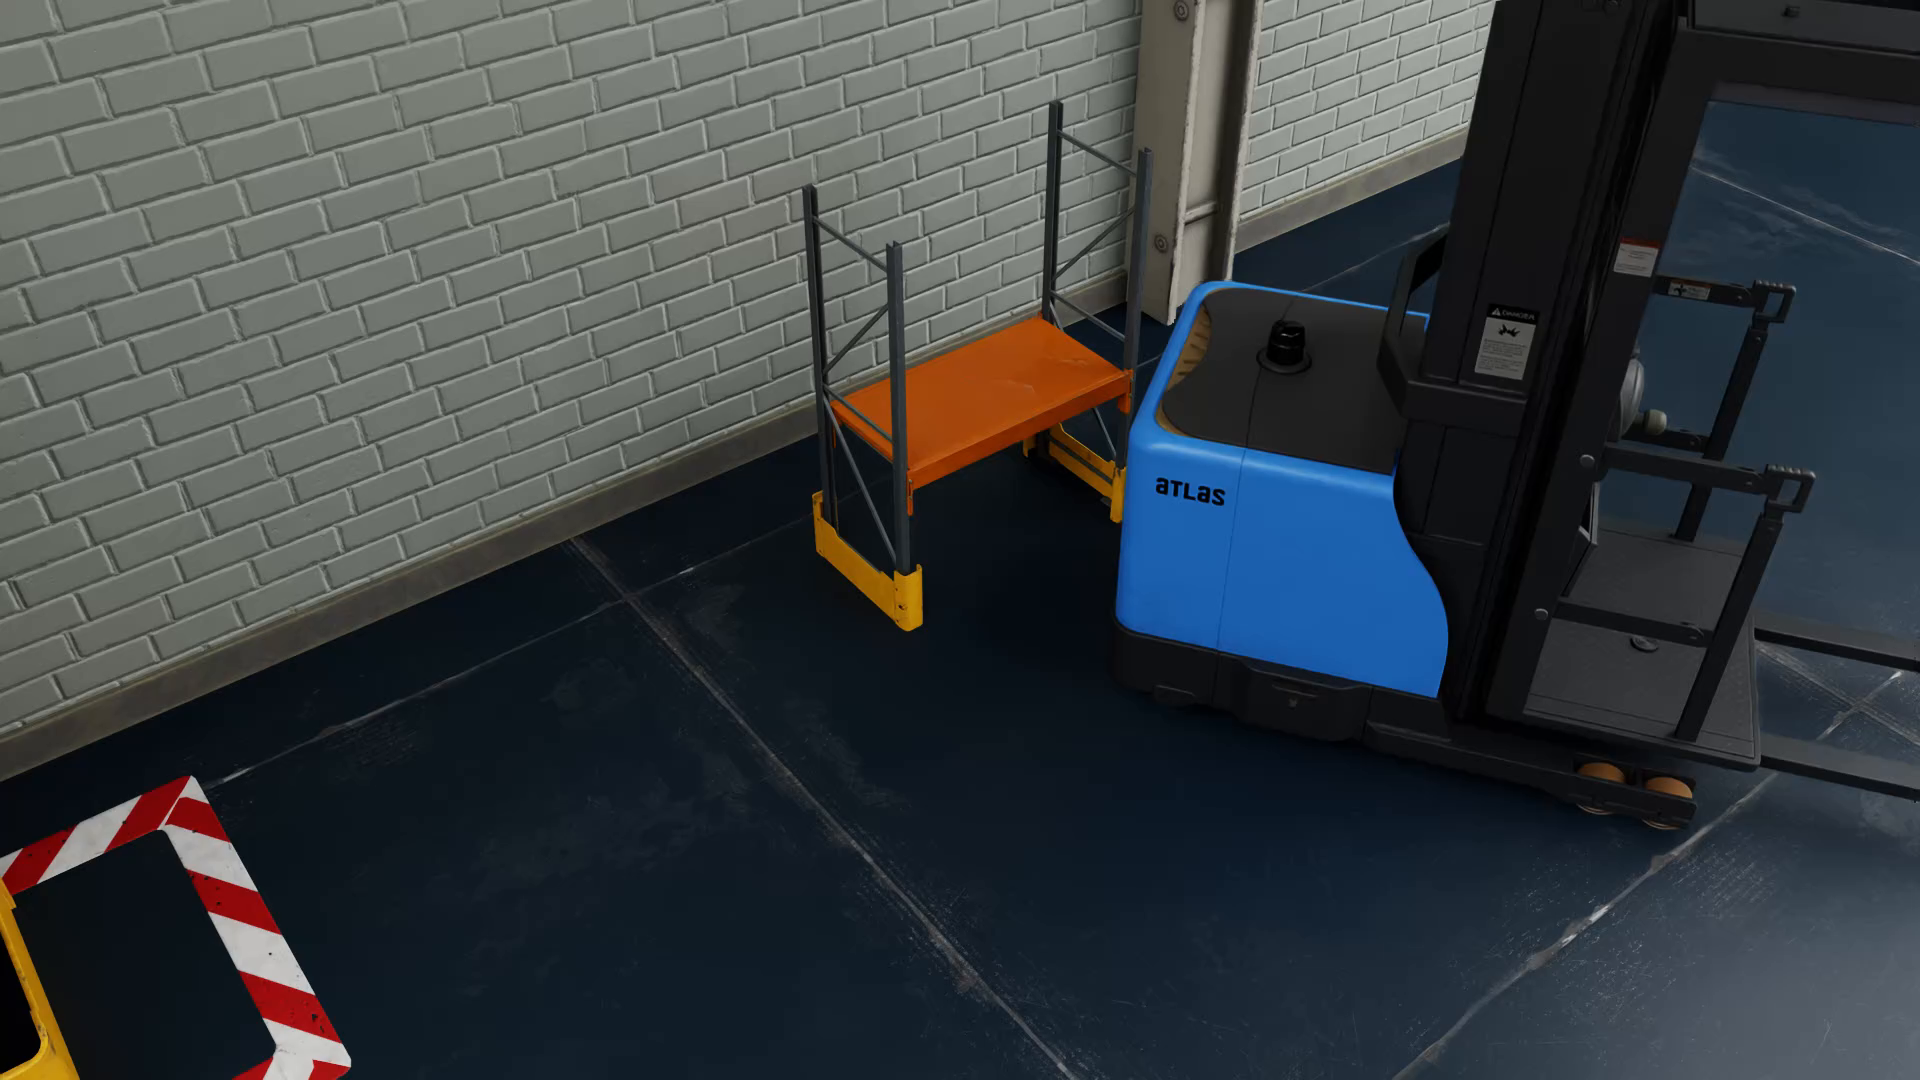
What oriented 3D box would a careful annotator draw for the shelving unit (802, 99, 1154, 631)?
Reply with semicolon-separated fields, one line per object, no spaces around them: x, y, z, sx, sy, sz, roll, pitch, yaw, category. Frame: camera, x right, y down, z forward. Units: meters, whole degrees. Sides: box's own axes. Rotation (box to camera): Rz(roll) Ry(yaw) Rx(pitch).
0.060;-0.609;5.810;1.083;1.500;0.587;-26;46;-28;shelving unit

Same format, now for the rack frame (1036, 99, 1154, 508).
0.471;-0.809;6.054;0.032;1.500;0.500;-26;46;-28;rack frame

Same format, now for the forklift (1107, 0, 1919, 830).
2.070;-0.616;4.690;3.031;2.935;1.130;12;41;14;forklift

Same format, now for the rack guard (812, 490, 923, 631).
-0.334;0.066;5.972;0.087;0.250;0.587;-26;46;-28;rack guard

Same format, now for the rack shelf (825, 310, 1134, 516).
0.068;-0.474;5.929;1.000;0.185;0.538;-26;46;-28;rack shelf

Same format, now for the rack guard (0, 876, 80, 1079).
-2.652;1.193;4.402;0.348;0.500;1.175;-26;46;-28;rack guard

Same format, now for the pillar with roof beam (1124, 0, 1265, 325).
3.608;-2.422;2.107;0.400;9.000;9.100;-26;46;-28;pillar with roof beam

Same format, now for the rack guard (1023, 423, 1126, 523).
0.455;-0.319;6.441;0.087;0.250;0.587;-26;46;-28;rack guard

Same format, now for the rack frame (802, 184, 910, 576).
-0.335;-0.416;5.575;0.032;1.500;0.500;-26;46;-28;rack frame
